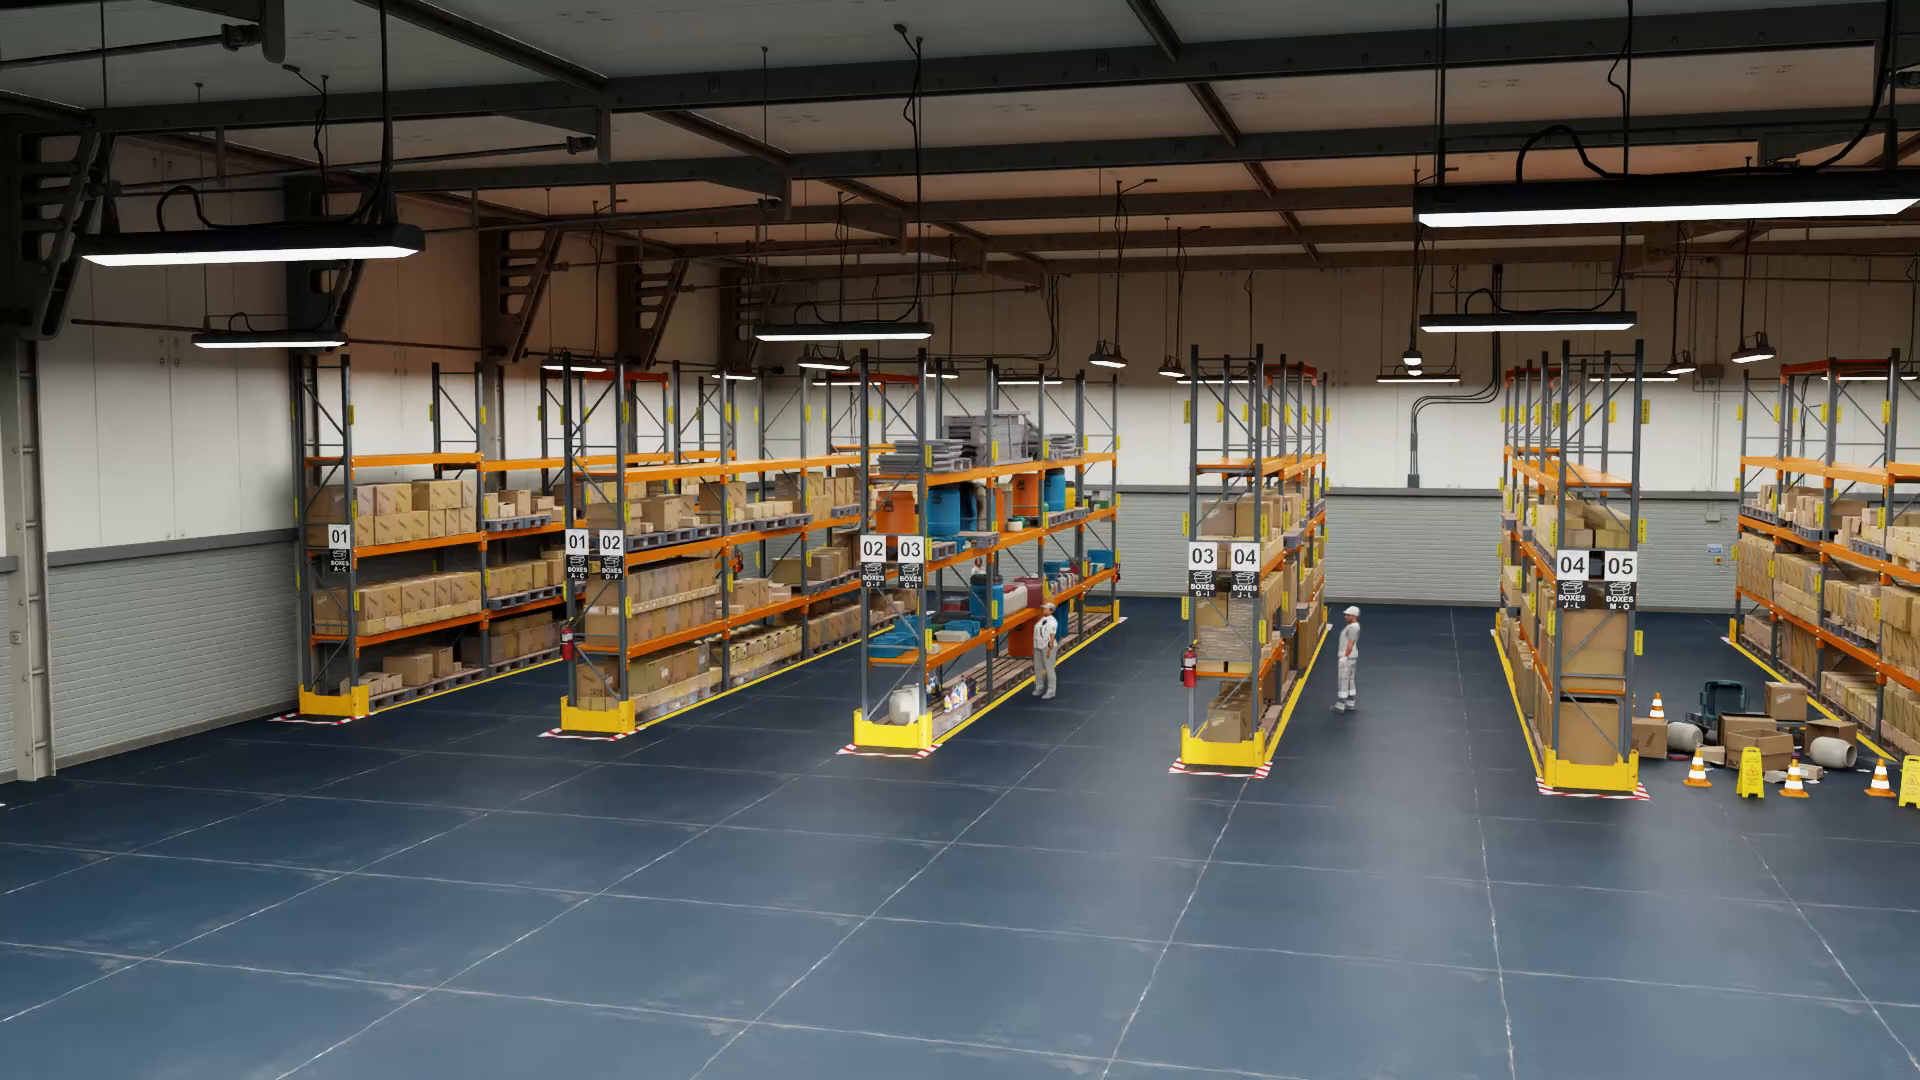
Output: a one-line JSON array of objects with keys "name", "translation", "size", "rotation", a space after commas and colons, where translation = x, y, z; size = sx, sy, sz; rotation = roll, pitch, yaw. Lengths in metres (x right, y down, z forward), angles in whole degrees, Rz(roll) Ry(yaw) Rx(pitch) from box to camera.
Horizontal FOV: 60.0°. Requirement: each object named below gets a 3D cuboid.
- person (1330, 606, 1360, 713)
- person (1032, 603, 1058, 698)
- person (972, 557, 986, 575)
[{"name": "person", "translation": [6.504, 2.011, 28.044], "size": [0.493, 1.786, 0.620], "rotation": [2, 5, 26]}, {"name": "person", "translation": [1.494, 1.935, 29.396], "size": [0.411, 1.663, 0.527], "rotation": [-3, 5, -36]}, {"name": "person", "translation": [0.492, 1.211, 40.020], "size": [0.459, 1.615, 0.501], "rotation": [-4, 6, -44]}]
